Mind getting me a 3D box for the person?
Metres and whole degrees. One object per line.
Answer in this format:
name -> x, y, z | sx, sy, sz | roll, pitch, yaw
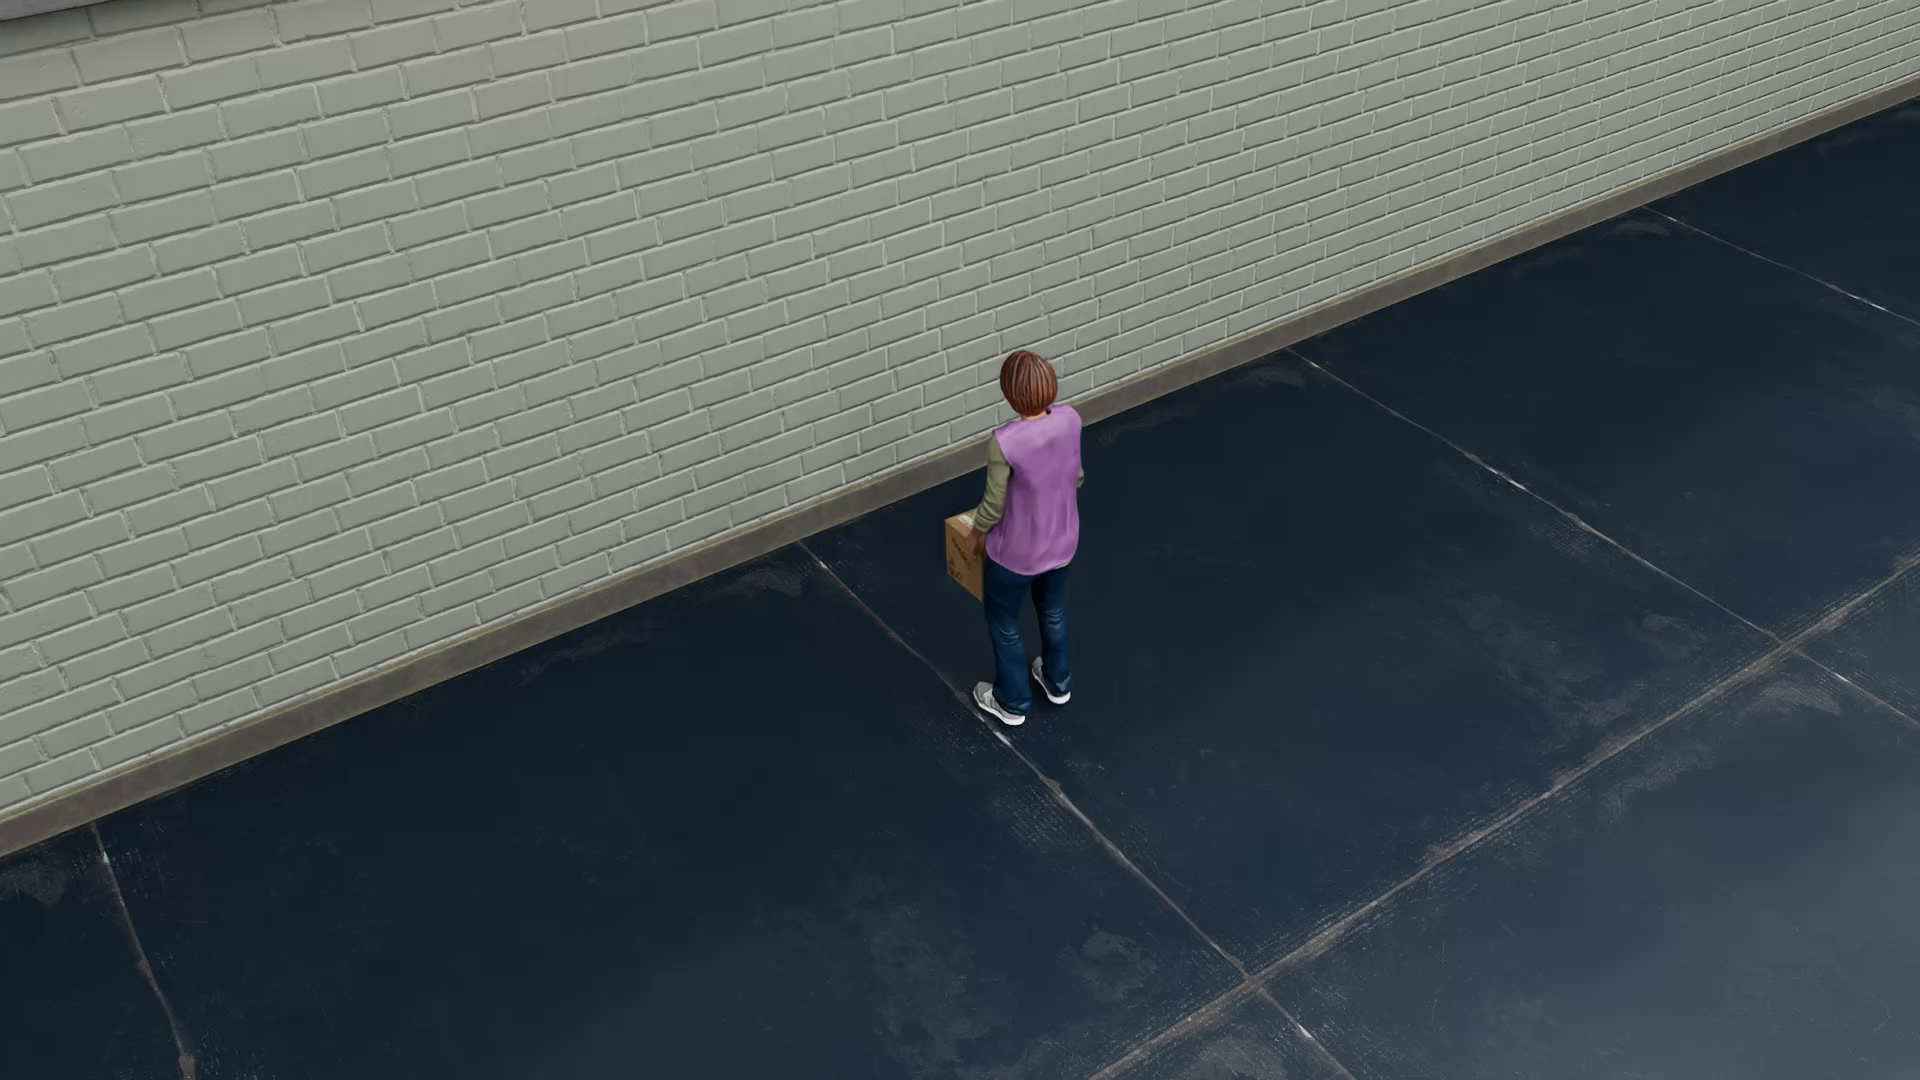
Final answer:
person -> 0.249, 0.011, 6.137 | 0.447, 1.600, 0.347 | -21, 42, -26
